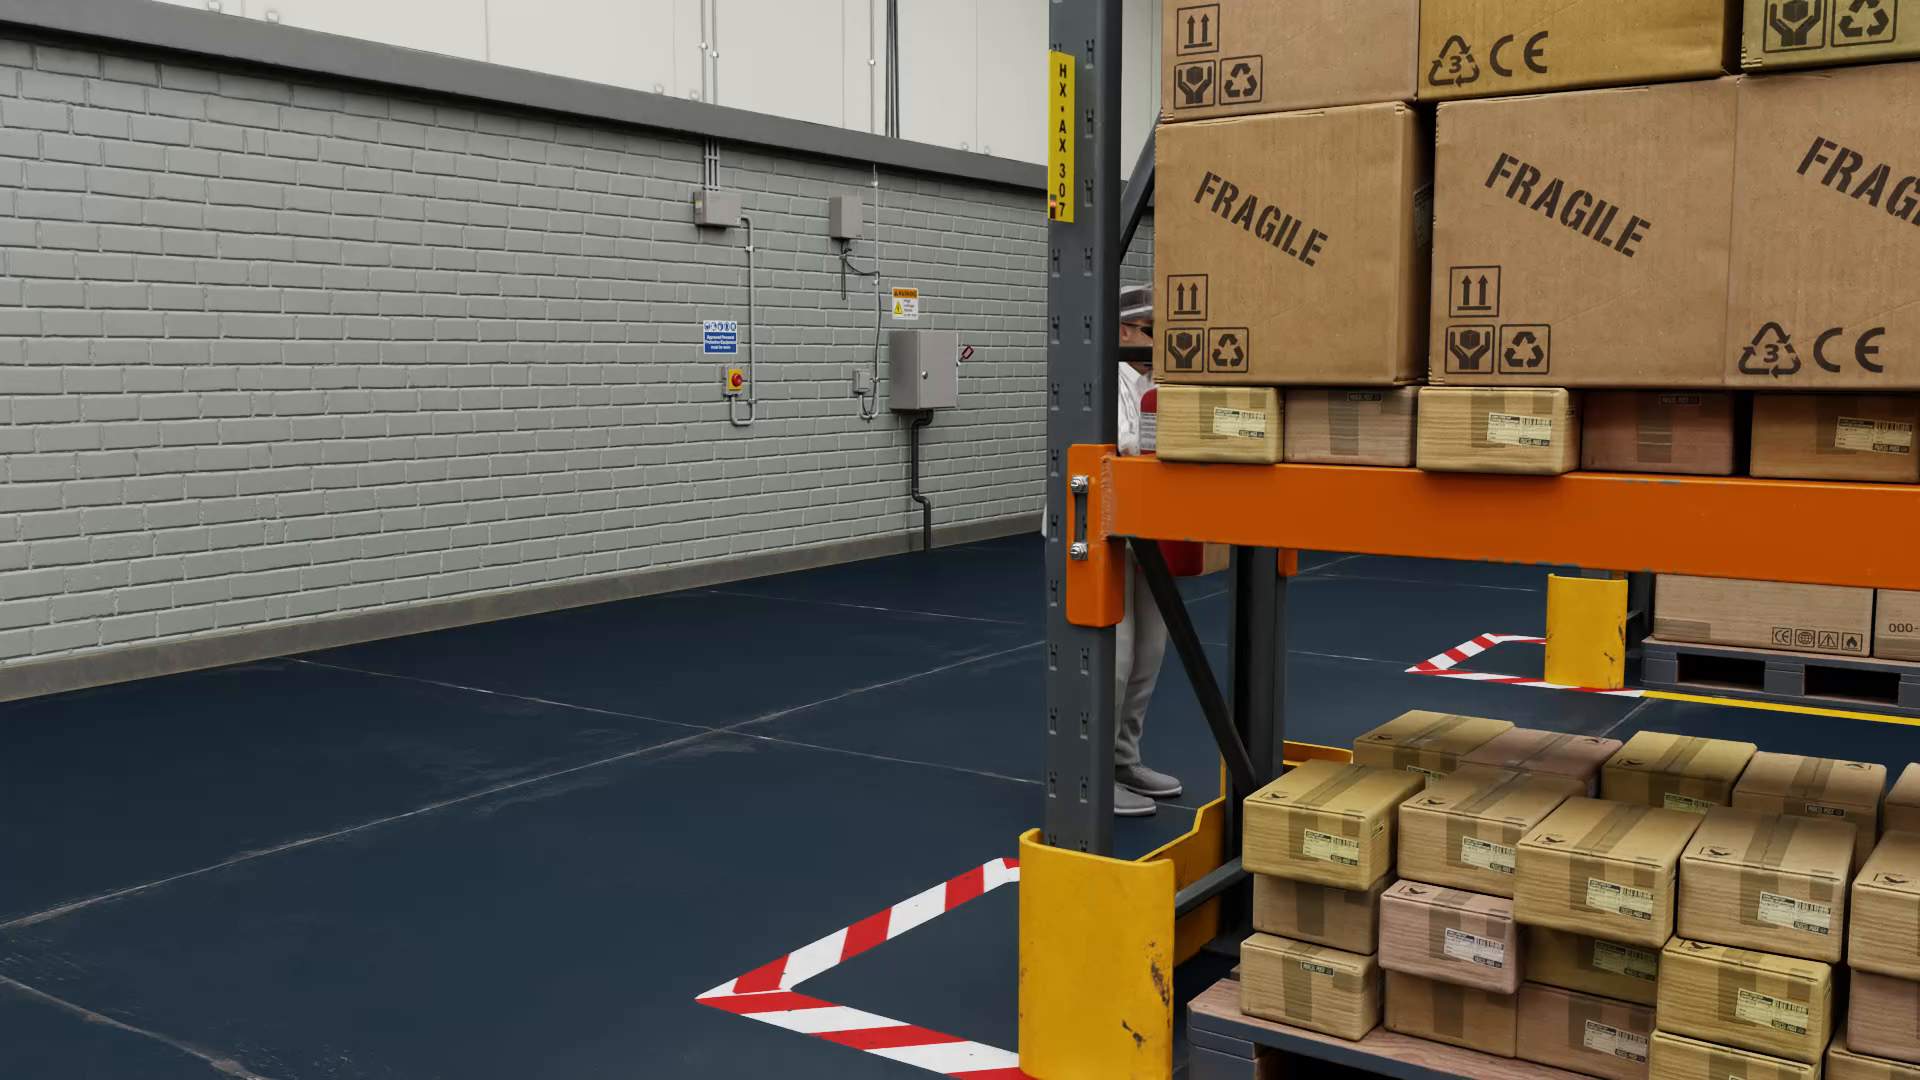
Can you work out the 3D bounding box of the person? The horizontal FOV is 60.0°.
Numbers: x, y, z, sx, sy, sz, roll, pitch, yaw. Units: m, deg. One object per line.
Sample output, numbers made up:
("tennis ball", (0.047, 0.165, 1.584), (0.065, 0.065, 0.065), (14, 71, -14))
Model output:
("person", (0.584, 0.018, 5.589), (0.581, 1.759, 0.489), (4, 7, 32))
